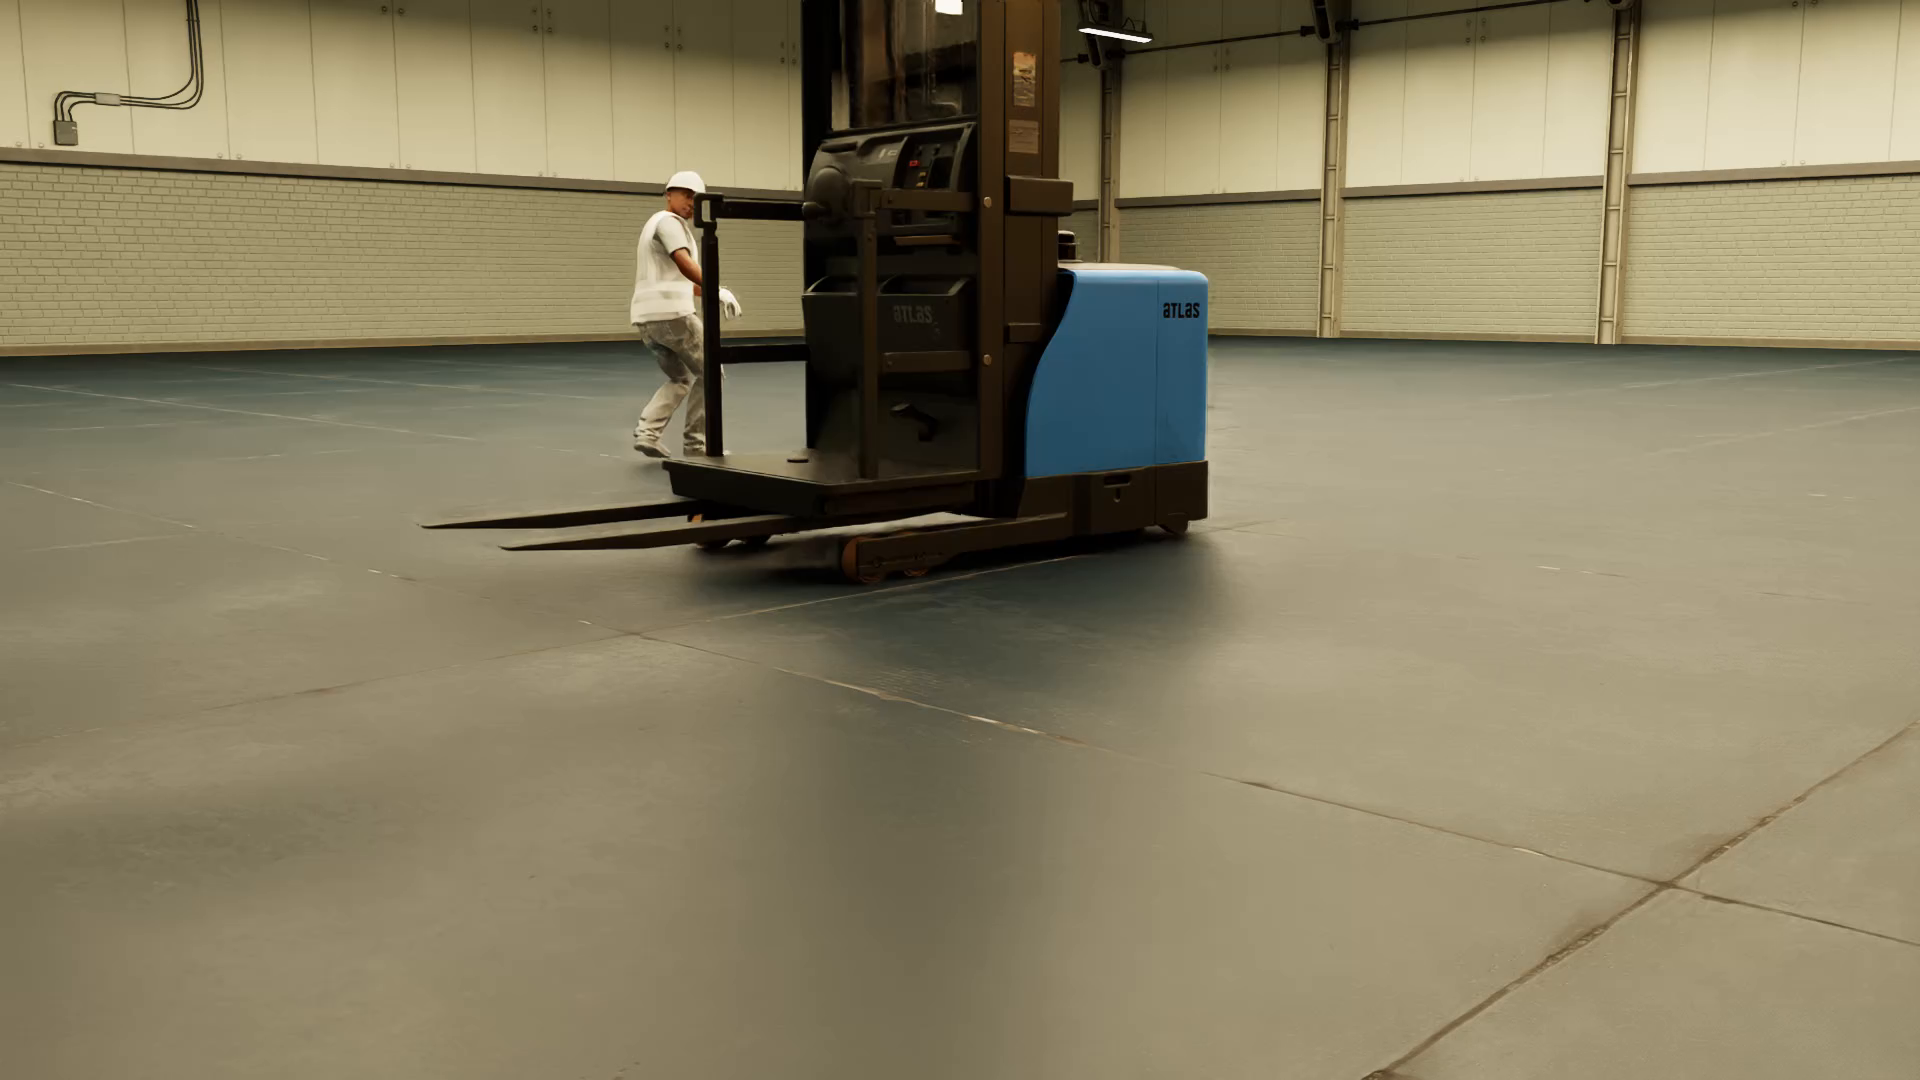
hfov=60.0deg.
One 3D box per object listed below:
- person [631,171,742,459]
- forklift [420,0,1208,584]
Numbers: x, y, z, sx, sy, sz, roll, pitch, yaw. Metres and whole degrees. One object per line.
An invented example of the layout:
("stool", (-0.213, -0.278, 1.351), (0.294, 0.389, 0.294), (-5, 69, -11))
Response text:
("person", (-1.526, -1.287, 9.663), (0.763, 1.657, 0.862), (-6, 10, -34))
("forklift", (-0.432, -1.386, 6.076), (3.031, 2.935, 1.130), (-7, 11, -40))
